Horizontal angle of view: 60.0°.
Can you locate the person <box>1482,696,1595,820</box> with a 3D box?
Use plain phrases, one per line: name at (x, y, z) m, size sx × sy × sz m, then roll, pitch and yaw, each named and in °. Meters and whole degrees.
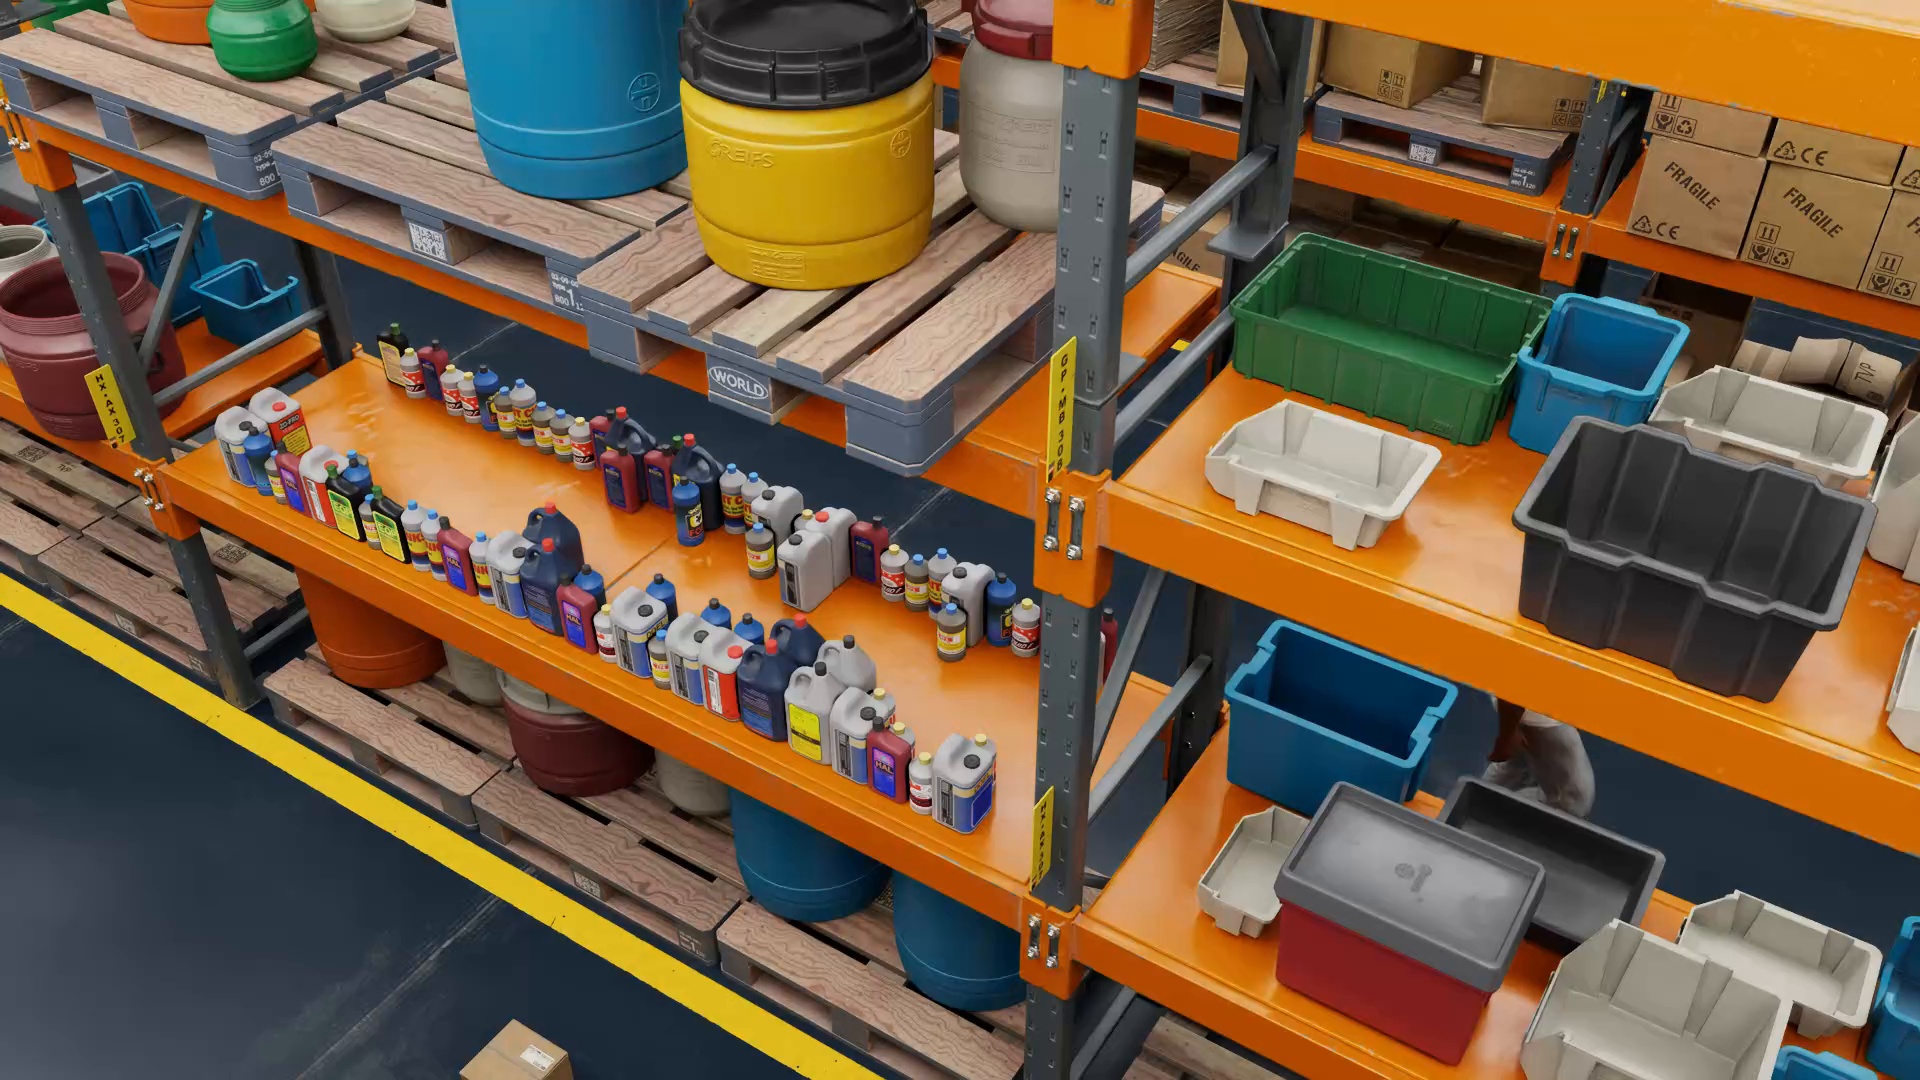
person at (2.105, 0.570, 5.911) m, size 0.463 × 1.780 × 0.578 m, roll 17°, pitch 41°, yaw 20°
